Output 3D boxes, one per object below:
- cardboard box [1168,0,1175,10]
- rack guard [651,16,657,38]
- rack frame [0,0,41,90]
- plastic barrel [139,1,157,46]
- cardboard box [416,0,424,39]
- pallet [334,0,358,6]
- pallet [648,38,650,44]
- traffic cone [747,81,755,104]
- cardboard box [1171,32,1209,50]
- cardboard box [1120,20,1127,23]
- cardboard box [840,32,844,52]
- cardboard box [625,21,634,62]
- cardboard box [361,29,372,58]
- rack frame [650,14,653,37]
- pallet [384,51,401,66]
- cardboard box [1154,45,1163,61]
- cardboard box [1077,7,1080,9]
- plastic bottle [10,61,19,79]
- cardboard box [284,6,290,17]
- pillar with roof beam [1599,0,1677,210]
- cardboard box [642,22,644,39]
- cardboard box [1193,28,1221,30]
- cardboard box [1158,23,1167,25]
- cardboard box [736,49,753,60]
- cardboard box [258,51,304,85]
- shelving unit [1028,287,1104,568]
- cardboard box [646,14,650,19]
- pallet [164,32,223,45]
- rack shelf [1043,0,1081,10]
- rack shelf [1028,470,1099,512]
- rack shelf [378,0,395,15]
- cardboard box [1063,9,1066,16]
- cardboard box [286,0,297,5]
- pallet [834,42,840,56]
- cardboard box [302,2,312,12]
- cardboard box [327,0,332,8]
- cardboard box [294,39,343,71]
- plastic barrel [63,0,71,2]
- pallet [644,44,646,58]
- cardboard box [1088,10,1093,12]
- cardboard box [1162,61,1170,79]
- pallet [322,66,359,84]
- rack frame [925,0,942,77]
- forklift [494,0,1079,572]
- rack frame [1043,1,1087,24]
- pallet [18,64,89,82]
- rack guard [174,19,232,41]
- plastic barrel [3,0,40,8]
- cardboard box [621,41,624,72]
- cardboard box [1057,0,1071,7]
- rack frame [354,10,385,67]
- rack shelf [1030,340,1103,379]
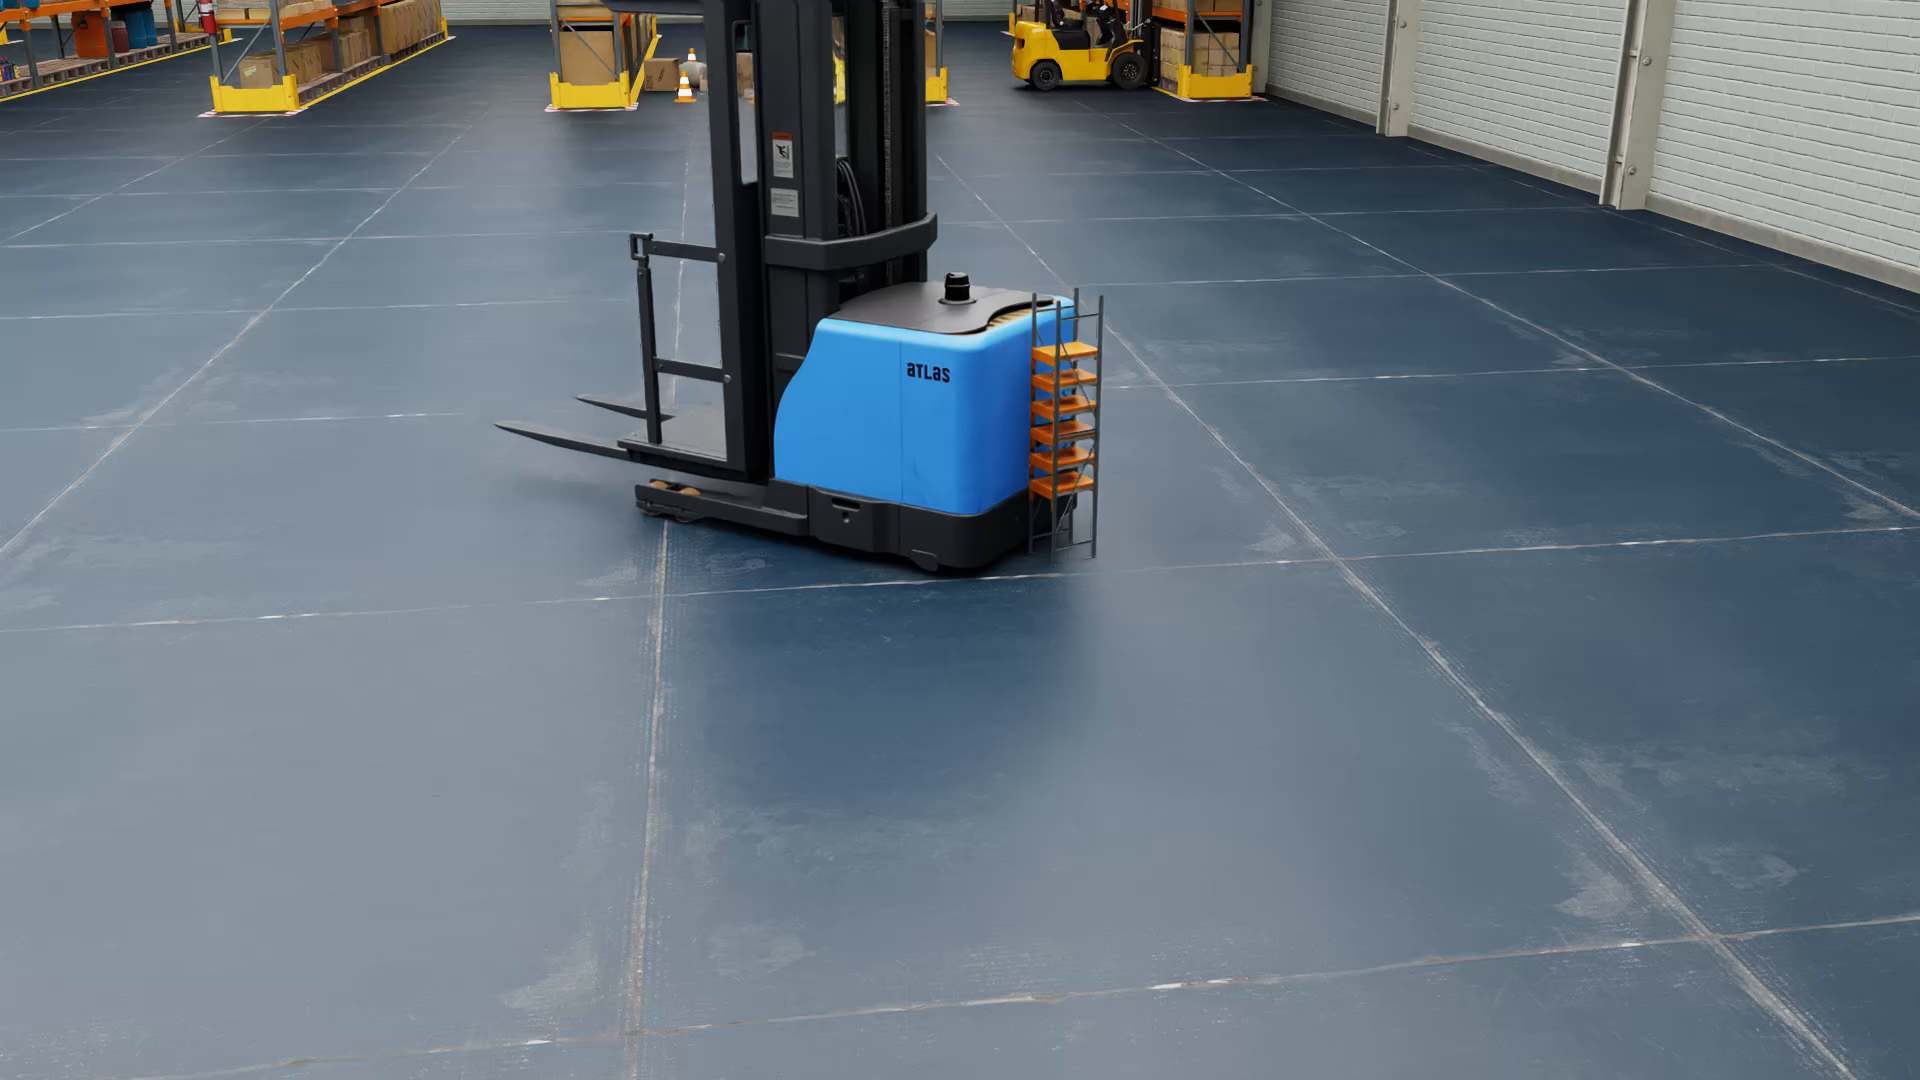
[{"bbox_3d":[3.733,-9.007,27.401,0.500,0.500,0.500,-2,21,-6],"label":"cardboard box"},{"bbox_3d":[-7.961,-12.429,40.279,1.175,0.500,0.348,-3,21,-8],"label":"rack guard"},{"bbox_3d":[-16.066,-9.006,27.543,1.000,3.000,0.127,-3,21,-8],"label":"rack frame"},{"bbox_3d":[-17.158,-10.801,34.746,0.600,0.901,0.708,-3,21,-8],"label":"plastic barrel"},{"bbox_3d":[-12.334,-11.460,36.548,0.875,0.875,0.875,-3,21,-8],"label":"cardboard box"},{"bbox_3d":[-11.131,-9.438,28.973,1.003,0.211,1.213,-3,21,-8],"label":"pallet"},{"bbox_3d":[-7.707,-11.589,38.443,1.003,0.211,1.213,-3,21,-8],"label":"pallet"},{"bbox_3d":[-3.170,-7.093,26.045,0.336,0.463,0.334,-3,21,-8],"label":"traffic cone"},{"bbox_3d":[3.754,-8.143,27.133,0.500,0.250,0.500,-2,21,-6],"label":"cardboard box"},{"bbox_3d":[3.252,-9.801,32.465,0.875,0.625,0.625,-4,21,-10],"label":"cardboard box"},{"bbox_3d":[-1.864,-9.910,33.119,0.950,0.372,0.625,-4,21,-11],"label":"cardboard box"},{"bbox_3d":[-6.556,-9.159,30.566,1.050,0.750,0.750,-3,21,-8],"label":"cardboard box"},{"bbox_3d":[-11.625,-9.445,31.661,0.700,0.500,0.500,-4,21,-11],"label":"cardboard box"},{"bbox_3d":[-7.972,-13.626,39.912,1.000,3.000,0.127,-3,21,-8],"label":"rack frame"},{"bbox_3d":[-11.781,-9.611,33.148,1.003,0.211,1.213,-3,21,-8],"label":"pallet"},{"bbox_3d":[3.593,-8.270,28.187,0.500,0.250,0.500,-3,21,-9],"label":"cardboard box"},{"bbox_3d":[2.824,-11.820,37.120,0.380,0.149,0.250,-3,21,-7],"label":"cardboard box"},{"bbox_3d":[-15.671,-7.790,27.539,0.061,0.283,0.133,-2,21,-5],"label":"plastic bottle"},{"bbox_3d":[-10.432,-8.039,25.312,0.380,0.149,0.250,-3,21,-8],"label":"cardboard box"},{"bbox_3d":[2.390,-7.348,14.527,9.100,9.000,0.400,-3,21,-8],"label":"pillar with roof beam"},{"bbox_3d":[-6.823,-10.491,34.490,0.500,0.500,0.500,-3,21,-9],"label":"cardboard box"},{"bbox_3d":[4.110,-8.522,28.147,0.500,0.250,0.500,-3,21,-8],"label":"cardboard box"},{"bbox_3d":[3.376,-9.024,29.490,0.500,0.250,0.500,-3,21,-8],"label":"cardboard box"},{"bbox_3d":[-3.684,-8.069,28.407,0.797,0.637,0.503,-3,21,-8],"label":"cardboard box"},{"bbox_3d":[-10.854,-7.537,26.581,0.500,0.500,0.500,-1,21,-3],"label":"cardboard box"},{"bbox_3d":[0.460,-0.488,7.307,0.258,1.200,0.189,-12,24,-29],"label":"shelving unit"},{"bbox_3d":[-7.434,-12.239,38.823,0.380,0.149,0.250,-2,21,-6],"label":"cardboard box"},{"bbox_3d":[-17.716,-11.567,38.385,1.003,0.211,1.213,-3,21,-8],"label":"pallet"},{"bbox_3d":[2.688,-11.748,35.911,1.077,0.370,4.000,-3,21,-8],"label":"rack shelf"},{"bbox_3d":[0.460,-0.221,7.406,0.258,0.103,0.180,-12,24,-29],"label":"rack shelf"},{"bbox_3d":[-12.030,-10.996,33.899,1.077,0.370,4.000,-3,21,-8],"label":"rack shelf"},{"bbox_3d":[2.438,-11.520,36.319,0.380,0.149,0.250,-2,21,-6],"label":"cardboard box"},{"bbox_3d":[-10.861,-8.592,25.864,0.875,0.500,0.500,-3,21,-8],"label":"cardboard box"},{"bbox_3d":[-2.147,-10.533,35.615,1.003,0.211,1.213,-3,21,-8],"label":"pallet"},{"bbox_3d":[-10.642,-8.559,26.703,0.380,0.149,0.250,-3,21,-8],"label":"cardboard box"},{"bbox_3d":[-10.843,-9.079,28.096,0.380,0.149,0.250,-3,21,-8],"label":"cardboard box"},{"bbox_3d":[-11.232,-8.505,29.144,0.700,0.500,0.500,-5,21,-12],"label":"cardboard box"},{"bbox_3d":[-16.223,-9.952,29.916,0.421,0.512,0.421,0,20,0],"label":"plastic barrel"},{"bbox_3d":[-7.103,-10.242,34.837,1.003,0.211,1.213,-3,21,-8],"label":"pallet"},{"bbox_3d":[2.970,-11.363,35.899,0.380,0.149,0.250,-3,21,-7],"label":"cardboard box"},{"bbox_3d":[3.687,-7.851,27.778,0.500,0.250,0.500,-3,21,-8],"label":"cardboard box"},{"bbox_3d":[-11.279,-8.219,29.421,1.003,0.211,1.213,-3,21,-8],"label":"pallet"},{"bbox_3d":[-0.782,-8.371,25.842,1.000,3.000,0.127,-3,21,-8],"label":"rack frame"},{"bbox_3d":[-0.970,-1.599,7.807,3.031,2.935,1.130,12,24,29],"label":"forklift"},{"bbox_3d":[2.399,-12.777,37.639,1.000,3.000,0.127,-3,21,-8],"label":"rack frame"},{"bbox_3d":[-16.397,-8.393,29.887,1.003,0.211,1.213,-3,21,-8],"label":"pallet"},{"bbox_3d":[-17.813,-11.998,39.125,1.175,0.500,0.348,-3,21,-8],"label":"rack guard"},{"bbox_3d":[-15.822,-9.390,27.854,0.600,0.901,0.708,-3,21,-8],"label":"plastic barrel"},{"bbox_3d":[-6.087,-8.139,27.658,0.875,0.875,0.875,-3,21,-7],"label":"cardboard box"},{"bbox_3d":[2.273,-12.021,37.235,0.380,0.149,0.250,-4,21,-10],"label":"cardboard box"},{"bbox_3d":[-11.742,-10.641,31.919,1.000,3.000,0.127,-3,21,-8],"label":"rack frame"},{"bbox_3d":[0.460,-0.783,7.197,0.258,0.103,0.180,-12,24,-29],"label":"rack shelf"}]
